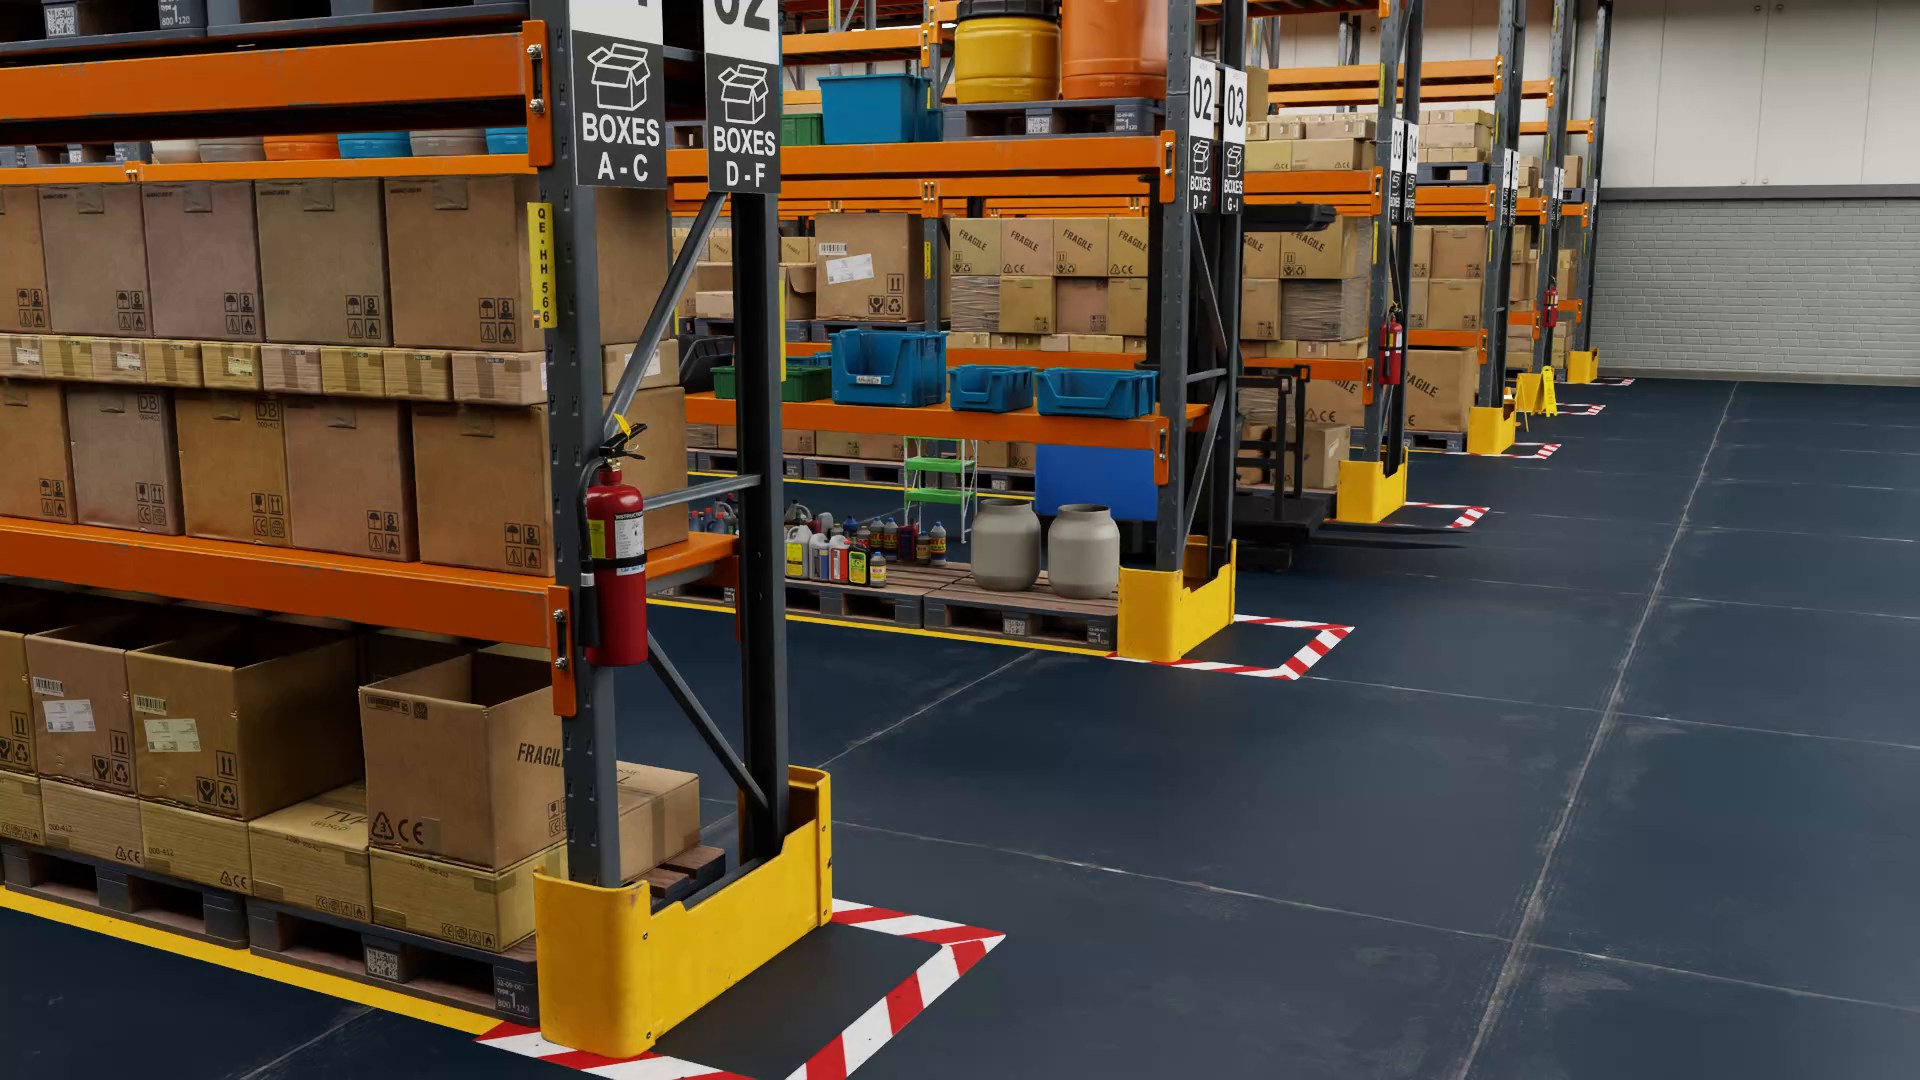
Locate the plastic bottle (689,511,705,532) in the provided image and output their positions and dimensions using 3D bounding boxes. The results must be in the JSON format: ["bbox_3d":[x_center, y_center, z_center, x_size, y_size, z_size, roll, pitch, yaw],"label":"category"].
[{"bbox_3d":[-1.698,-0.011,10.573,0.185,0.351,0.144,5,12,27],"label":"plastic bottle"}]

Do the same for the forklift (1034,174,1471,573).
[{"bbox_3d":[2.102,-1.323,11.811,3.031,2.935,1.130,3,11,19],"label":"forklift"}]

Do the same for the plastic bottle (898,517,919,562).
[{"bbox_3d":[-0.334,-0.006,10.735,0.133,0.283,0.061,5,12,27],"label":"plastic bottle"}]

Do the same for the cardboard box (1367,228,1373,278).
[{"bbox_3d":[4.534,-3.223,18.664,0.550,0.550,0.875,5,11,26],"label":"cardboard box"}]

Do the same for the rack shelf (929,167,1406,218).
[{"bbox_3d":[1.747,-2.984,14.391,4.000,0.370,1.077,5,11,26],"label":"rack shelf"}]

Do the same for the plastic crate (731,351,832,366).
[{"bbox_3d":[-1.126,-1.111,10.865,0.616,0.251,0.499,5,11,26],"label":"plastic crate"}]

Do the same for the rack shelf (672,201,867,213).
[{"bbox_3d":[-3.142,-4.398,22.207,4.000,0.370,1.077,5,11,26],"label":"rack shelf"}]

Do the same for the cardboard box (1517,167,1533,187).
[{"bbox_3d":[7.347,-4.833,22.173,0.500,0.250,0.500,5,11,25],"label":"cardboard box"}]

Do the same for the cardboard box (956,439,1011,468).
[{"bbox_3d":[0.294,-0.958,15.441,0.500,0.500,0.500,5,11,24],"label":"cardboard box"}]

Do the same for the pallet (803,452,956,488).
[{"bbox_3d":[-0.746,-0.708,16.051,1.213,0.211,1.003,5,11,26],"label":"pallet"}]

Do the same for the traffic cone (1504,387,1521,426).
[{"bbox_3d":[6.782,-1.662,20.616,0.334,0.463,0.336,5,11,26],"label":"traffic cone"}]

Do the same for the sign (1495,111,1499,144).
[{"bbox_3d":[5.573,-4.276,17.245,0.005,0.325,0.100,5,11,26],"label":"sign"}]

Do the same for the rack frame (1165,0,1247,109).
[{"bbox_3d":[1.349,-3.865,8.819,0.127,3.000,1.000,5,11,26],"label":"rack frame"}]

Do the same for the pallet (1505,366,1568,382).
[{"bbox_3d":[9.414,-2.761,27.395,1.213,0.211,1.003,5,11,26],"label":"pallet"}]

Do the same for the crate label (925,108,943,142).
[{"bbox_3d":[-0.184,-2.516,10.205,0.408,0.251,0.502,5,11,26],"label":"crate label"}]

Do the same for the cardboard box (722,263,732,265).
[{"bbox_3d":[-2.905,-3.541,21.729,0.250,0.149,0.380,5,11,26],"label":"cardboard box"}]

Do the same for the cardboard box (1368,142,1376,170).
[{"bbox_3d":[3.222,-3.186,13.908,0.500,0.250,0.500,5,12,28],"label":"cardboard box"}]

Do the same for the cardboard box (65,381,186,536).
[{"bbox_3d":[-2.649,-0.332,5.861,0.500,0.500,0.700,5,12,28],"label":"cardboard box"}]

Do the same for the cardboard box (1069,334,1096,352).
[{"bbox_3d":[1.145,-1.736,14.606,0.250,0.149,0.380,5,11,26],"label":"cardboard box"}]

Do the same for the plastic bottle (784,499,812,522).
[{"bbox_3d":[-1.072,-0.096,11.041,0.185,0.351,0.144,5,11,25],"label":"plastic bottle"}]

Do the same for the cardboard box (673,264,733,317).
[{"bbox_3d":[-2.587,-2.526,16.806,0.500,0.500,0.700,7,12,34],"label":"cardboard box"}]

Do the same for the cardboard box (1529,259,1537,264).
[{"bbox_3d":[9.235,-4.476,26.940,0.250,0.149,0.380,5,12,27],"label":"cardboard box"}]

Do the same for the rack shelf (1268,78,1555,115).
[{"bbox_3d":[6.131,-6.041,22.869,4.000,0.370,1.077,5,11,26],"label":"rack shelf"}]

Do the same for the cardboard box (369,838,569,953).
[{"bbox_3d":[-1.458,1.029,5.164,0.500,0.250,0.500,5,11,26],"label":"cardboard box"}]

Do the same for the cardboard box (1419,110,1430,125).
[{"bbox_3d":[4.920,-4.501,17.763,0.250,0.149,0.380,5,12,27],"label":"cardboard box"}]

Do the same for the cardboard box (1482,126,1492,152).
[{"bbox_3d":[5.506,-4.372,18.166,0.500,0.250,0.500,5,11,26],"label":"cardboard box"}]

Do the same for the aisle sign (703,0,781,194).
[{"bbox_3d":[-0.652,-1.445,4.994,0.004,0.787,0.394,5,11,26],"label":"aisle sign"}]

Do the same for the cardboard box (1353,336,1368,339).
[{"bbox_3d":[3.390,-1.641,14.080,0.250,0.149,0.380,5,11,26],"label":"cardboard box"}]

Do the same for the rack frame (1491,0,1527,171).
[{"bbox_3d":[5.825,-5.440,17.522,0.127,3.000,1.000,5,11,26],"label":"rack frame"}]

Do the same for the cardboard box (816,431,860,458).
[{"bbox_3d":[-1.008,-1.098,16.159,0.500,0.500,0.700,5,11,25],"label":"cardboard box"}]

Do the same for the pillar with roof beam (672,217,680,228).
[{"bbox_3d":[-8.155,-7.962,31.453,0.548,9.000,9.100,5,11,26],"label":"pillar with roof beam"}]

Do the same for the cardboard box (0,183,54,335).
[{"bbox_3d":[-3.130,-1.012,5.975,0.500,0.500,0.700,5,11,26],"label":"cardboard box"}]

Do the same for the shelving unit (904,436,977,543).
[{"bbox_3d":[-0.148,-0.603,12.695,0.503,1.200,0.258,5,11,26],"label":"shelving unit"}]

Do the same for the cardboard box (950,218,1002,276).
[{"bbox_3d":[0.244,-2.631,14.920,0.500,0.500,0.500,5,11,26],"label":"cardboard box"}]

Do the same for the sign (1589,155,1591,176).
[{"bbox_3d":[9.865,-5.867,26.039,0.005,0.325,0.100,5,11,26],"label":"sign"}]

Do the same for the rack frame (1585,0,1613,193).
[{"bbox_3d":[10.118,-7.032,26.316,0.127,3.000,1.000,5,11,26],"label":"rack frame"}]

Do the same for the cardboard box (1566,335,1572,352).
[{"bbox_3d":[9.788,-3.250,27.401,0.500,0.250,0.500,5,12,27],"label":"cardboard box"}]

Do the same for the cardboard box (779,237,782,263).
[{"bbox_3d":[-3.156,-4.850,28.016,0.500,0.500,0.500,5,11,26],"label":"cardboard box"}]

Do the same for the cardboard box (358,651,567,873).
[{"bbox_3d":[-1.459,0.660,5.095,0.500,0.500,0.500,5,11,26],"label":"cardboard box"}]

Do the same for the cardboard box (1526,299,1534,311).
[{"bbox_3d":[7.712,-3.223,22.822,0.250,0.149,0.380,5,11,26],"label":"cardboard box"}]

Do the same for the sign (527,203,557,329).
[{"bbox_3d":[-1.099,-0.723,4.386,0.005,0.325,0.100,5,11,26],"label":"sign"}]

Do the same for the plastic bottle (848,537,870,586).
[{"bbox_3d":[-0.605,0.126,10.003,0.133,0.283,0.061,5,12,27],"label":"plastic bottle"}]

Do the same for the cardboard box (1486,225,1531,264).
[{"bbox_3d":[7.370,-3.980,22.374,0.500,0.500,0.700,5,11,24],"label":"cardboard box"}]

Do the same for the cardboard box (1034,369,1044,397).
[{"bbox_3d":[0.778,-2.014,20.575,0.750,0.750,1.050,5,11,26],"label":"cardboard box"}]

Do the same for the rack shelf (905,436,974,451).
[{"bbox_3d":[-0.148,-0.777,12.664,0.480,0.148,0.258,5,11,26],"label":"rack shelf"}]

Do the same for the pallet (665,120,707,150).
[{"bbox_3d":[-1.548,-2.570,10.616,1.003,0.211,1.213,5,11,26],"label":"pallet"}]

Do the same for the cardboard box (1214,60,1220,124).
[{"bbox_3d":[2.038,-3.703,13.828,0.500,0.500,0.500,5,11,26],"label":"cardboard box"}]

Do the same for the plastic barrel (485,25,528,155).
[{"bbox_3d":[-2.791,-2.956,10.813,0.708,0.901,0.600,5,11,26],"label":"plastic barrel"}]

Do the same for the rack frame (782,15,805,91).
[{"bbox_3d":[-2.836,-7.185,27.159,0.127,3.000,1.000,5,11,26],"label":"rack frame"}]

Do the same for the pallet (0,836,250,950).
[{"bbox_3d":[-2.641,1.100,6.060,1.213,0.211,1.003,5,11,26],"label":"pallet"}]

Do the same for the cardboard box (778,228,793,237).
[{"bbox_3d":[-3.005,-5.159,27.904,0.250,0.149,0.380,5,11,25],"label":"cardboard box"}]

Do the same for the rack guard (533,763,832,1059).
[{"bbox_3d":[-0.825,1.110,5.196,0.348,0.500,1.175,5,11,26],"label":"rack guard"}]

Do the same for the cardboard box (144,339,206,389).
[{"bbox_3d":[-2.435,-0.592,5.477,0.250,0.149,0.380,5,12,27],"label":"cardboard box"}]

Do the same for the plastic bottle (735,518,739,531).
[{"bbox_3d":[-1.404,-0.059,11.047,0.135,0.276,0.152,5,11,26],"label":"plastic bottle"}]

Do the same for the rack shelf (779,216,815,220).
[{"bbox_3d":[-2.437,-6.305,32.743,4.000,0.370,1.077,5,11,26],"label":"rack shelf"}]
